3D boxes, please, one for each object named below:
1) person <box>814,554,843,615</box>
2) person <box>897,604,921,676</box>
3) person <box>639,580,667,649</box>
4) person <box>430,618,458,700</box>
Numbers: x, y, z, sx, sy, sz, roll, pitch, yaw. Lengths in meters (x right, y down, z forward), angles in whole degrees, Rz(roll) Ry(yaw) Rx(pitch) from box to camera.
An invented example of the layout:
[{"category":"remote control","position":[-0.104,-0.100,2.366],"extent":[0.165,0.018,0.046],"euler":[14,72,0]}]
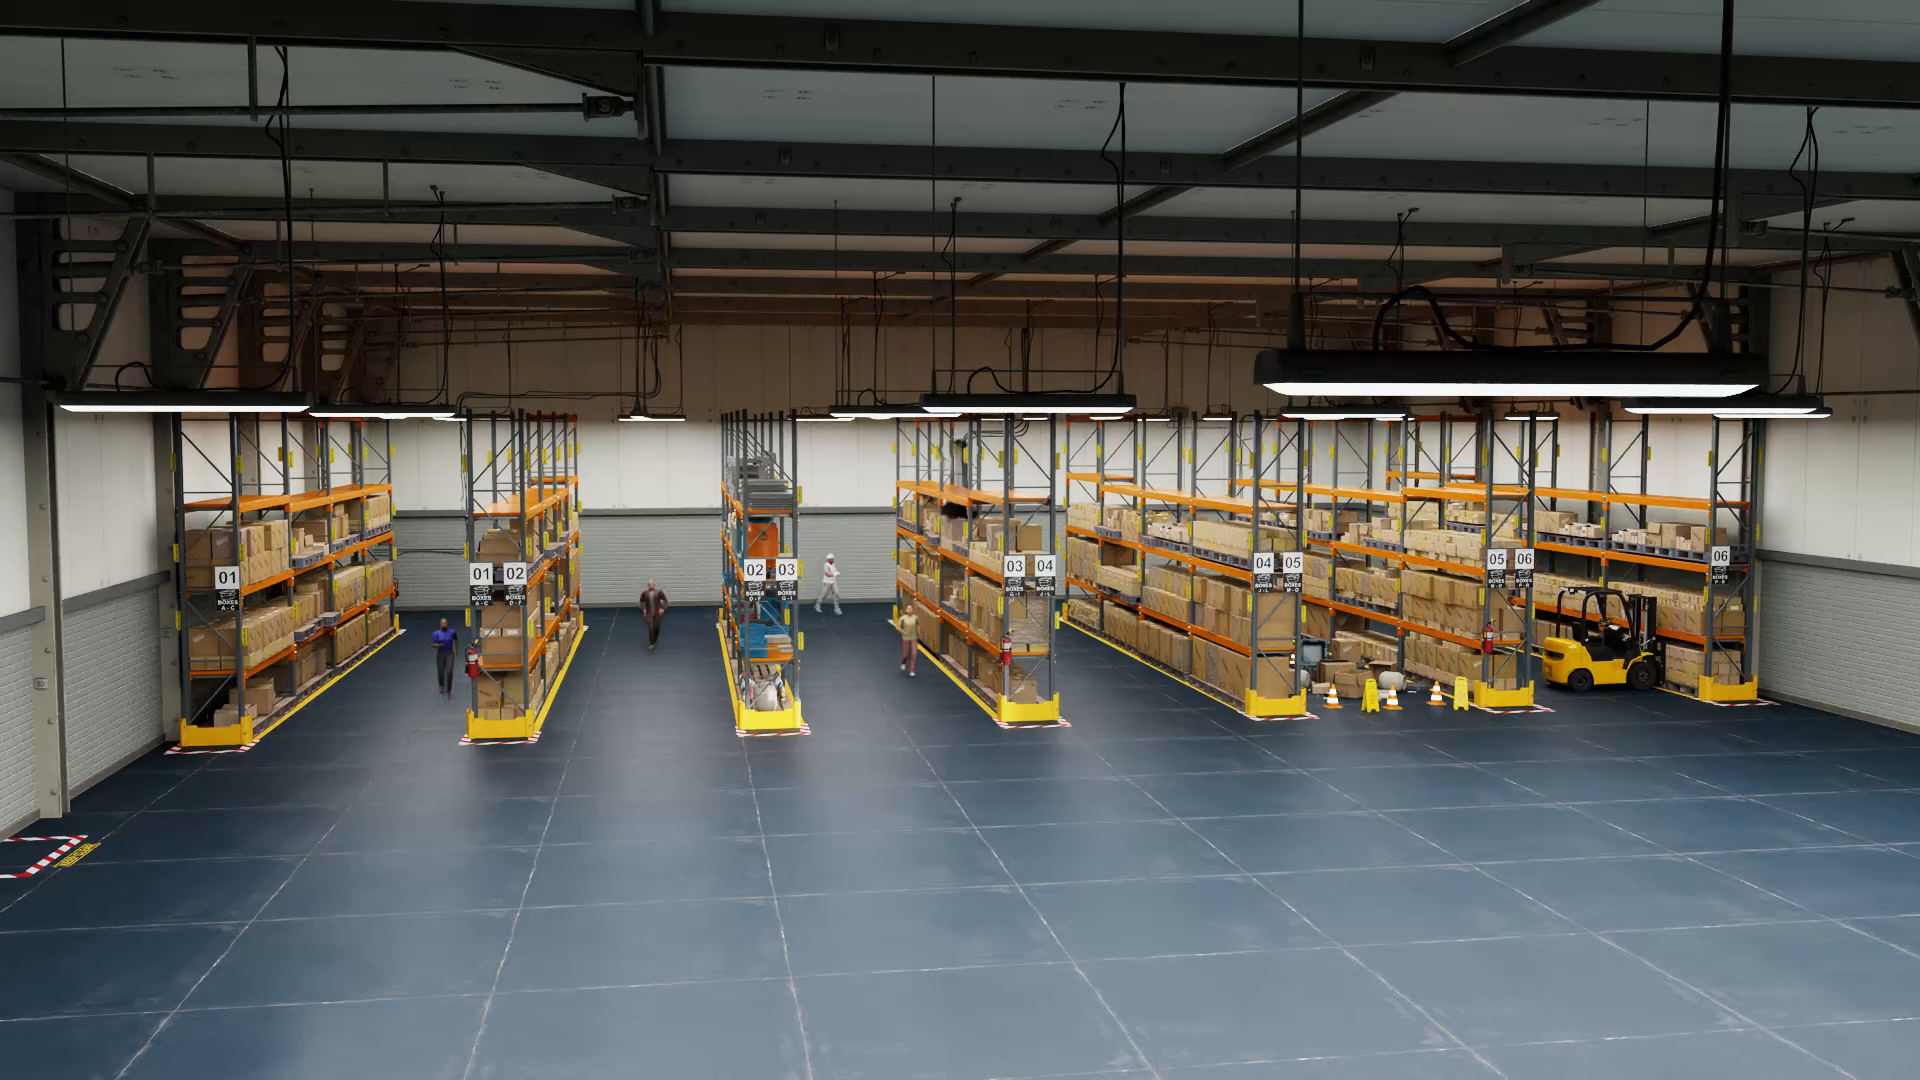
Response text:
[{"category":"person","position":[-3.949,1.322,49.985],"extent":[0.929,1.812,0.672],"euler":[2,4,24]},{"category":"person","position":[-1.146,2.264,37.894],"extent":[0.588,1.628,0.758],"euler":[-1,4,-14]},{"category":"person","position":[-7.848,1.897,42.552],"extent":[0.711,1.763,0.718],"euler":[0,4,-4]},{"category":"person","position":[-10.757,2.450,34.707],"extent":[0.566,1.662,0.929],"euler":[-1,4,-19]}]
